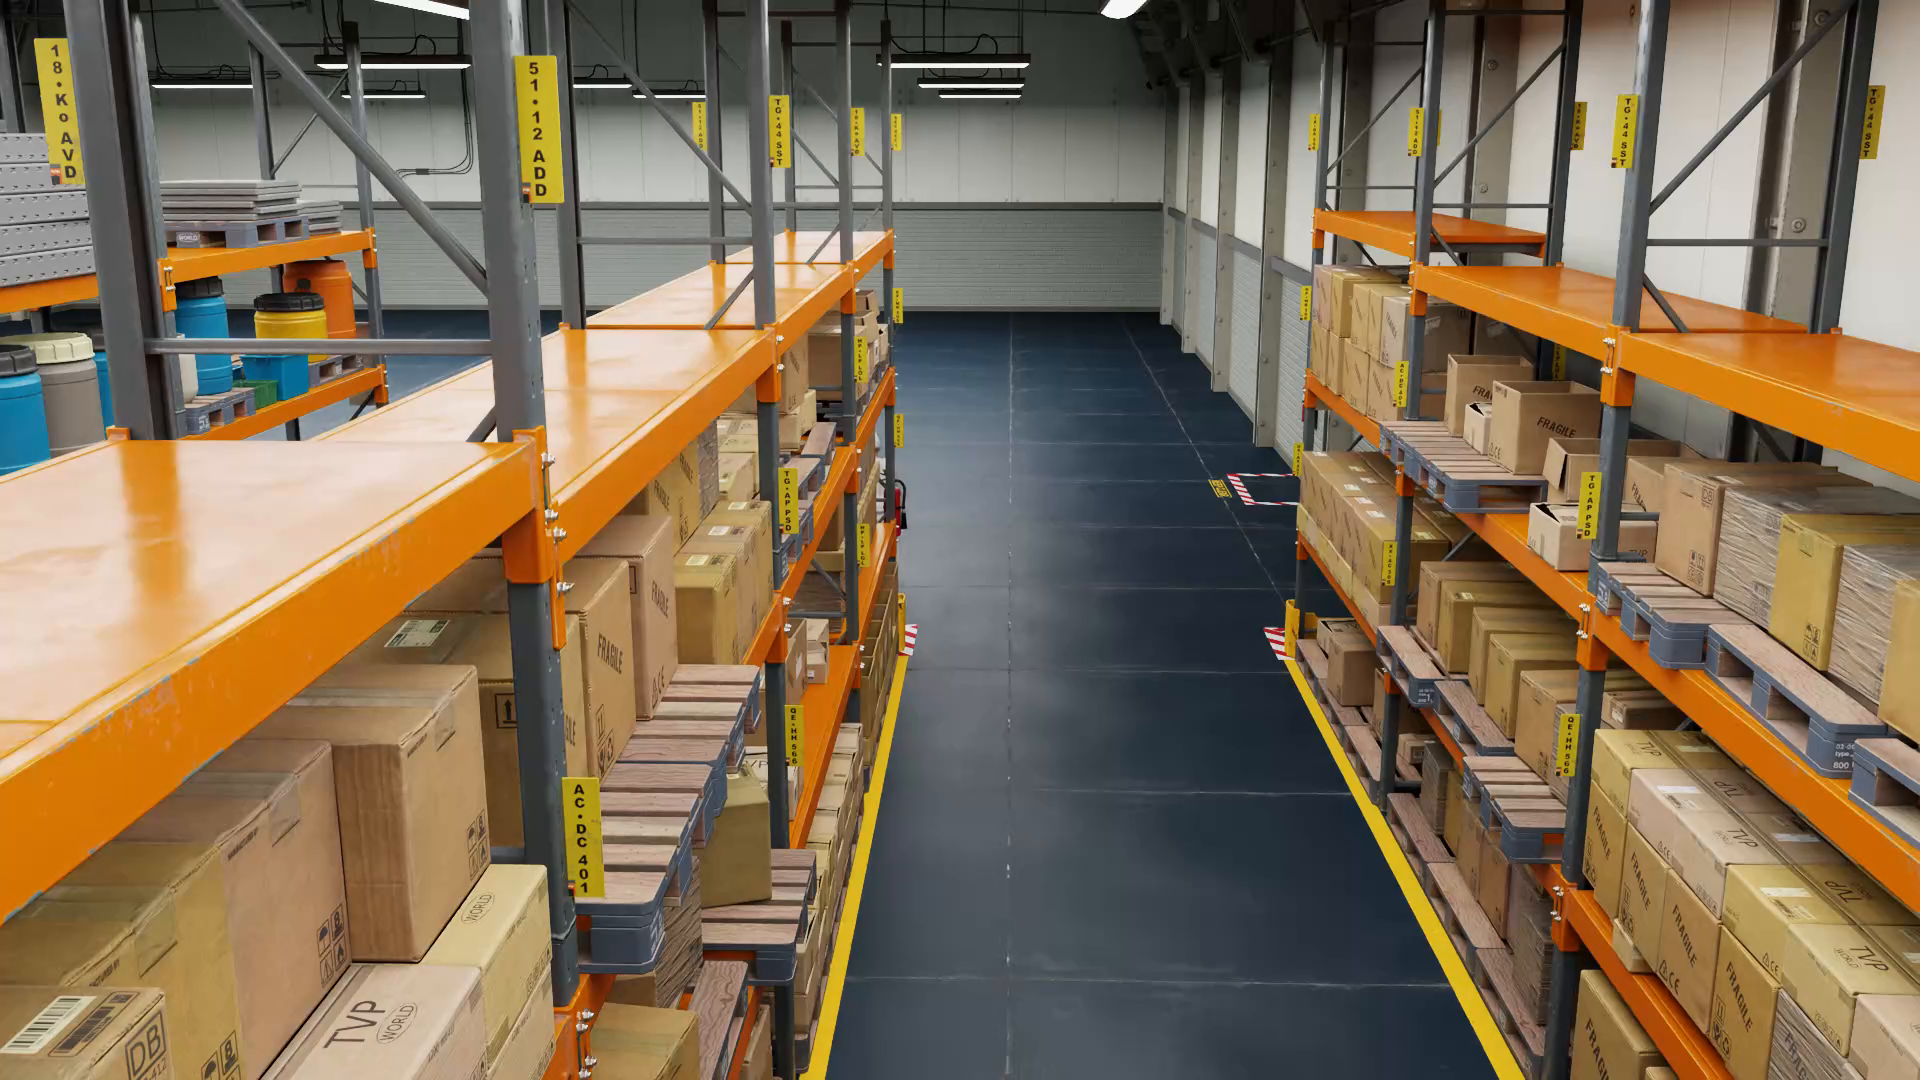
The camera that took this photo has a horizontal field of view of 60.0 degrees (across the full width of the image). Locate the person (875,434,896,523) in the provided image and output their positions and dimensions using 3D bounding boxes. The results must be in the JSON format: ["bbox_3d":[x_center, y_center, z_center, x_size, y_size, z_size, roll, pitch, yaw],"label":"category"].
[{"bbox_3d":[-0.973,-0.318,18.568,0.526,1.793,0.374,1,14,3],"label":"person"}]
